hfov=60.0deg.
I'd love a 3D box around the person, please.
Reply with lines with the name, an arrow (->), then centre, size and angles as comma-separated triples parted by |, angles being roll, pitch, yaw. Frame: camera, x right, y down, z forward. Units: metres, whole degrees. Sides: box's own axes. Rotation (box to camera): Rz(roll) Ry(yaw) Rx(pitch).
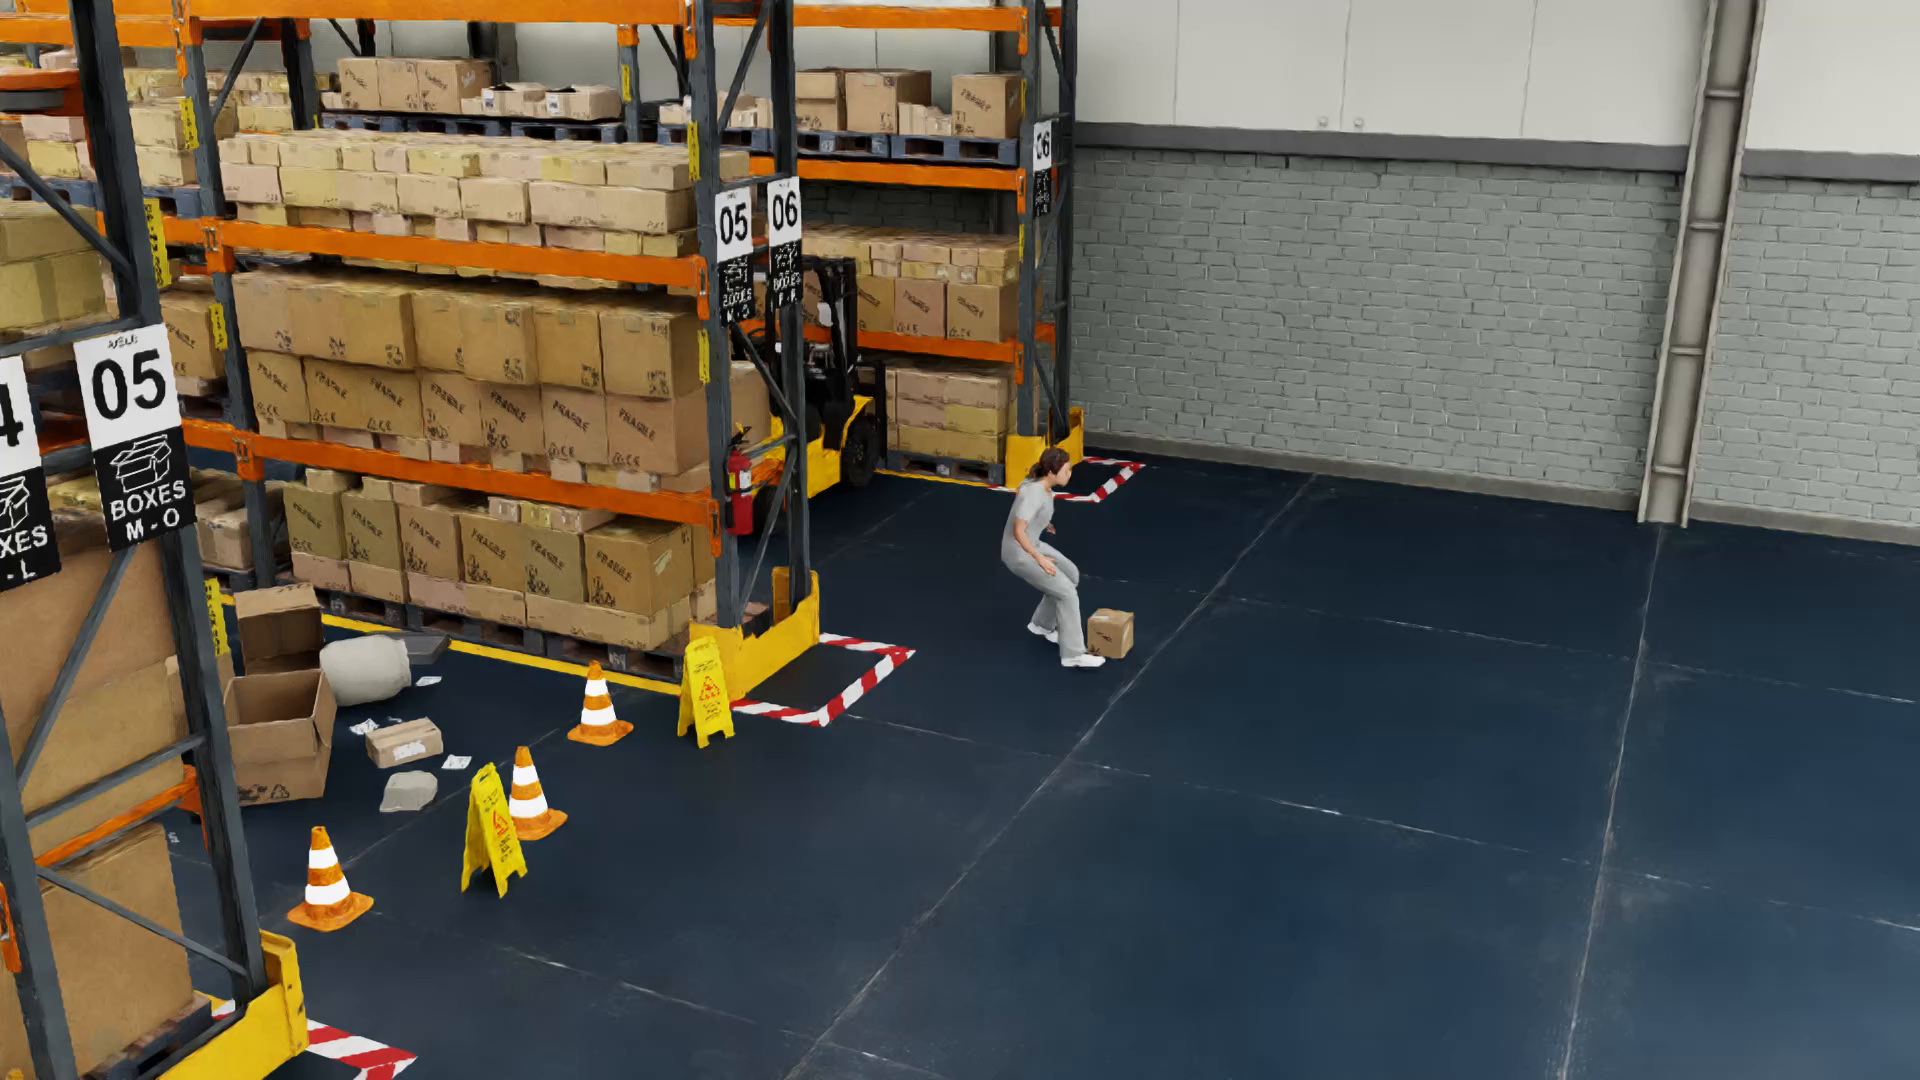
person -> 0.639, 0.084, 11.098 | 0.730, 1.485, 0.667 | 3, 19, 9
